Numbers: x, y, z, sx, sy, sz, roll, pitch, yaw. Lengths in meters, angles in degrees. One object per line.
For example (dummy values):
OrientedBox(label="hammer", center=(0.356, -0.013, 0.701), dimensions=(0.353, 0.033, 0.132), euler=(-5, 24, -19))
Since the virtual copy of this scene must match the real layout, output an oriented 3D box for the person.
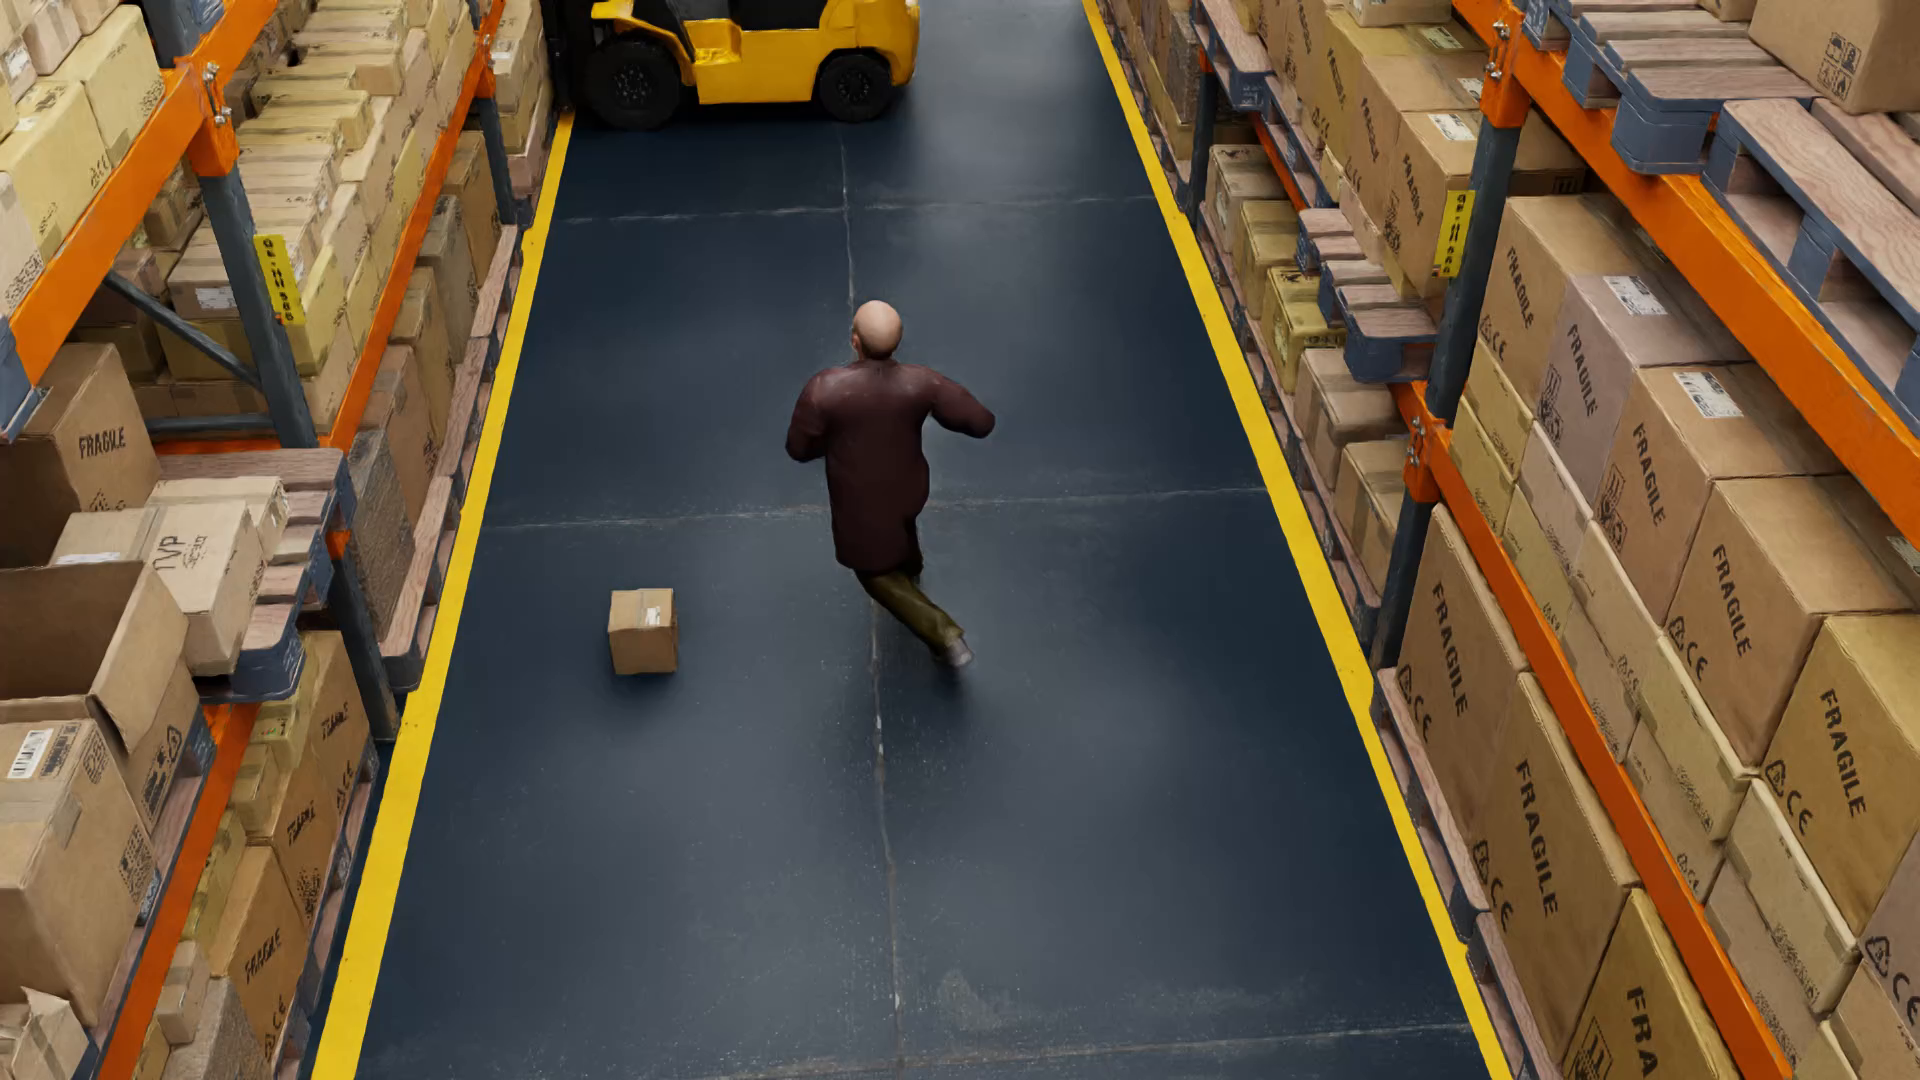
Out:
OrientedBox(label="person", center=(-0.307, -0.239, 6.580), dimensions=(0.770, 1.635, 1.079), euler=(-22, 44, -25))
